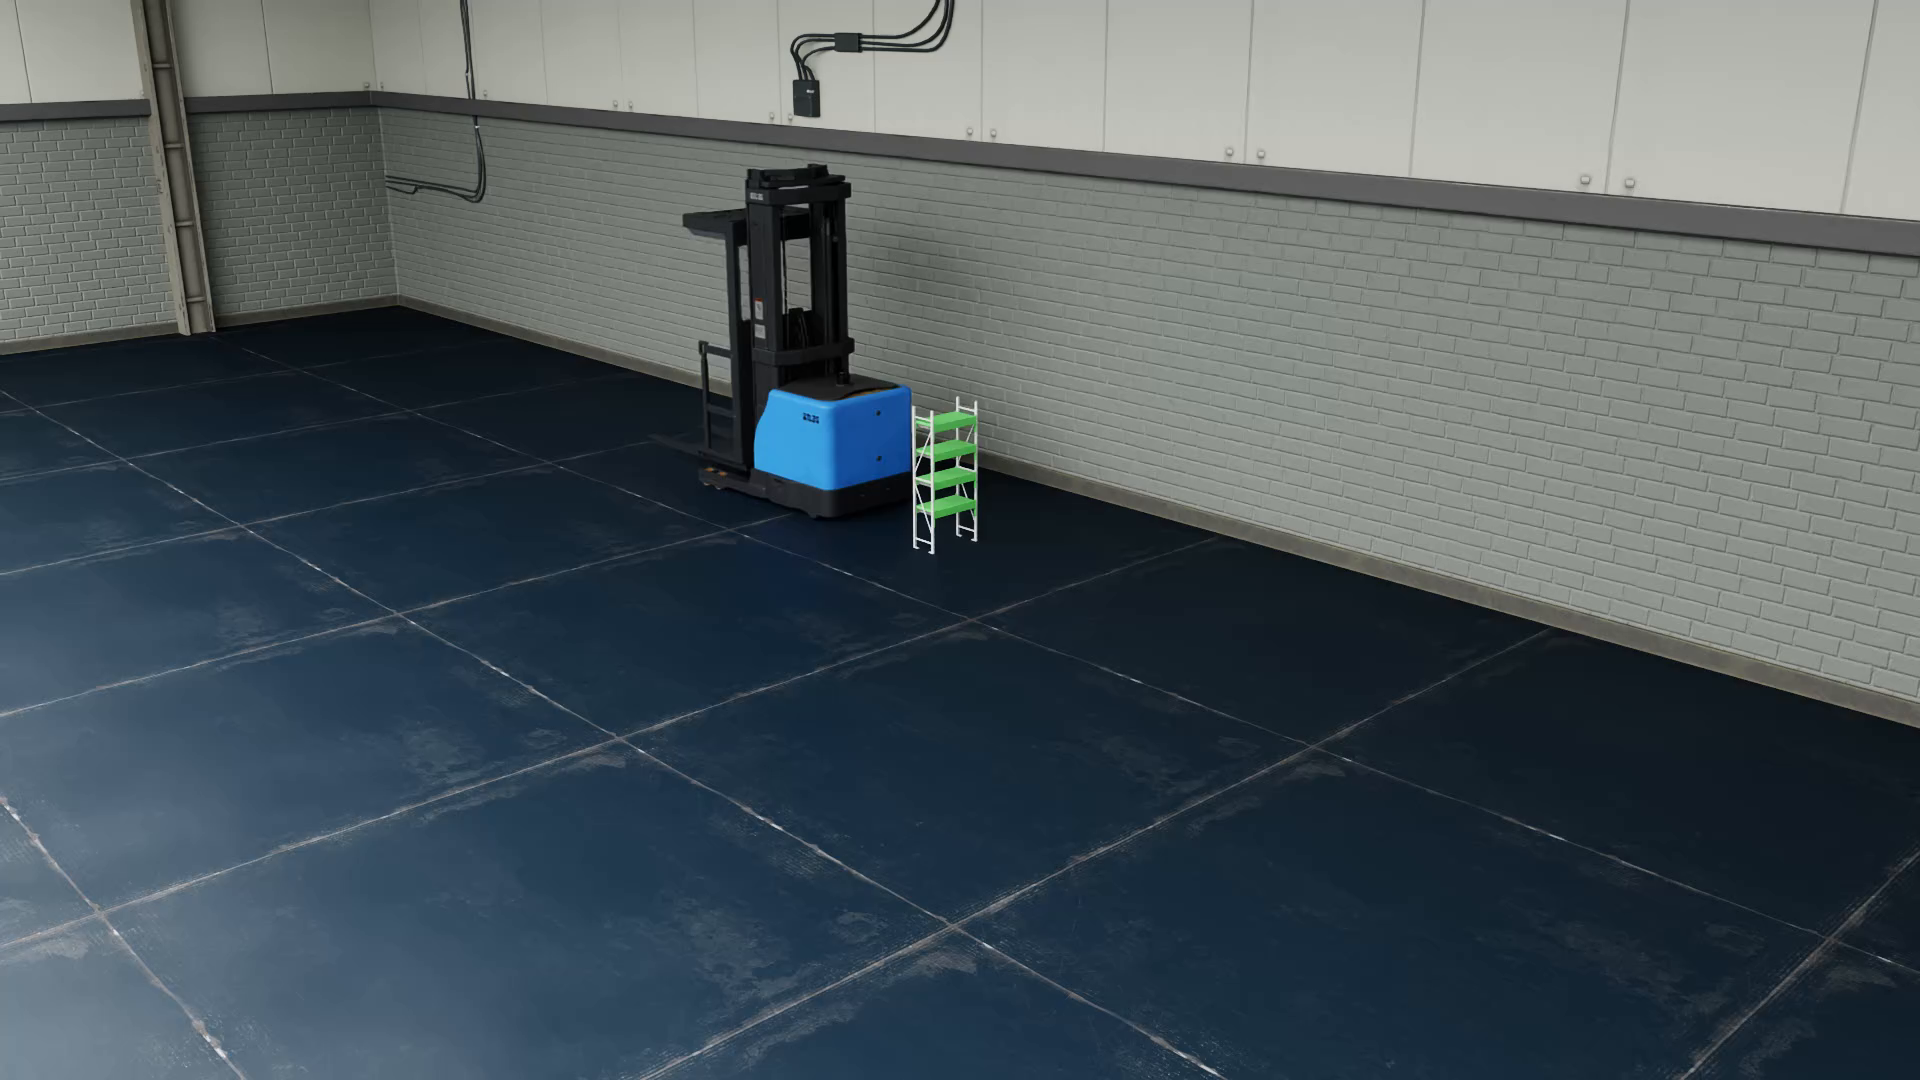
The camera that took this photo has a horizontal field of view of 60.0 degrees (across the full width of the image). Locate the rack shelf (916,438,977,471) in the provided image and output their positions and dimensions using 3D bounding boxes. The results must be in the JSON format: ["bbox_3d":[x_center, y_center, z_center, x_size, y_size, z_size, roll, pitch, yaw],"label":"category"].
[{"bbox_3d":[-0.120,-0.703,13.637,0.480,0.148,0.258,-16,24,-41],"label":"rack shelf"}]

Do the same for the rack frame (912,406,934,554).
[{"bbox_3d":[-0.298,-0.484,13.532,0.015,1.200,0.240,-16,24,-41],"label":"rack frame"}]

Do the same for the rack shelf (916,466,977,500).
[{"bbox_3d":[-0.120,-0.475,13.711,0.480,0.148,0.258,-16,24,-41],"label":"rack shelf"}]

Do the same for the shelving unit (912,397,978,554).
[{"bbox_3d":[-0.120,-0.536,13.691,0.503,1.200,0.258,-16,24,-41],"label":"shelving unit"}]

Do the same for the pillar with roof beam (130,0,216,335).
[{"bbox_3d":[-7.485,-6.165,18.408,0.400,9.000,9.100,-16,24,-41],"label":"pillar with roof beam"}]

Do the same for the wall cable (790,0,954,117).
[{"bbox_3d":[-0.883,-6.944,15.298,0.169,6.003,2.305,-16,24,-41],"label":"wall cable"}]

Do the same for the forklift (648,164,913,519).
[{"bbox_3d":[-1.798,-1.955,15.262,1.130,2.935,3.031,-17,24,-41],"label":"forklift"}]

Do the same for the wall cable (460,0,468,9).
[{"bbox_3d":[-5.535,-7.776,20.225,0.112,2.526,3.097,-16,24,-41],"label":"wall cable"}]

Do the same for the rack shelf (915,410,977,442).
[{"bbox_3d":[-0.120,-0.931,13.563,0.480,0.148,0.258,-16,24,-41],"label":"rack shelf"}]

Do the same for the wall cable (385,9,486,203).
[{"bbox_3d":[-7.394,-5.980,22.873,0.112,2.526,3.097,-16,24,-41],"label":"wall cable"}]

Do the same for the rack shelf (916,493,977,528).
[{"bbox_3d":[-0.120,-0.247,13.785,0.480,0.148,0.258,-16,24,-41],"label":"rack shelf"}]

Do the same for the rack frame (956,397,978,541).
[{"bbox_3d":[0.057,-0.587,13.851,0.015,1.200,0.240,-16,24,-41],"label":"rack frame"}]
